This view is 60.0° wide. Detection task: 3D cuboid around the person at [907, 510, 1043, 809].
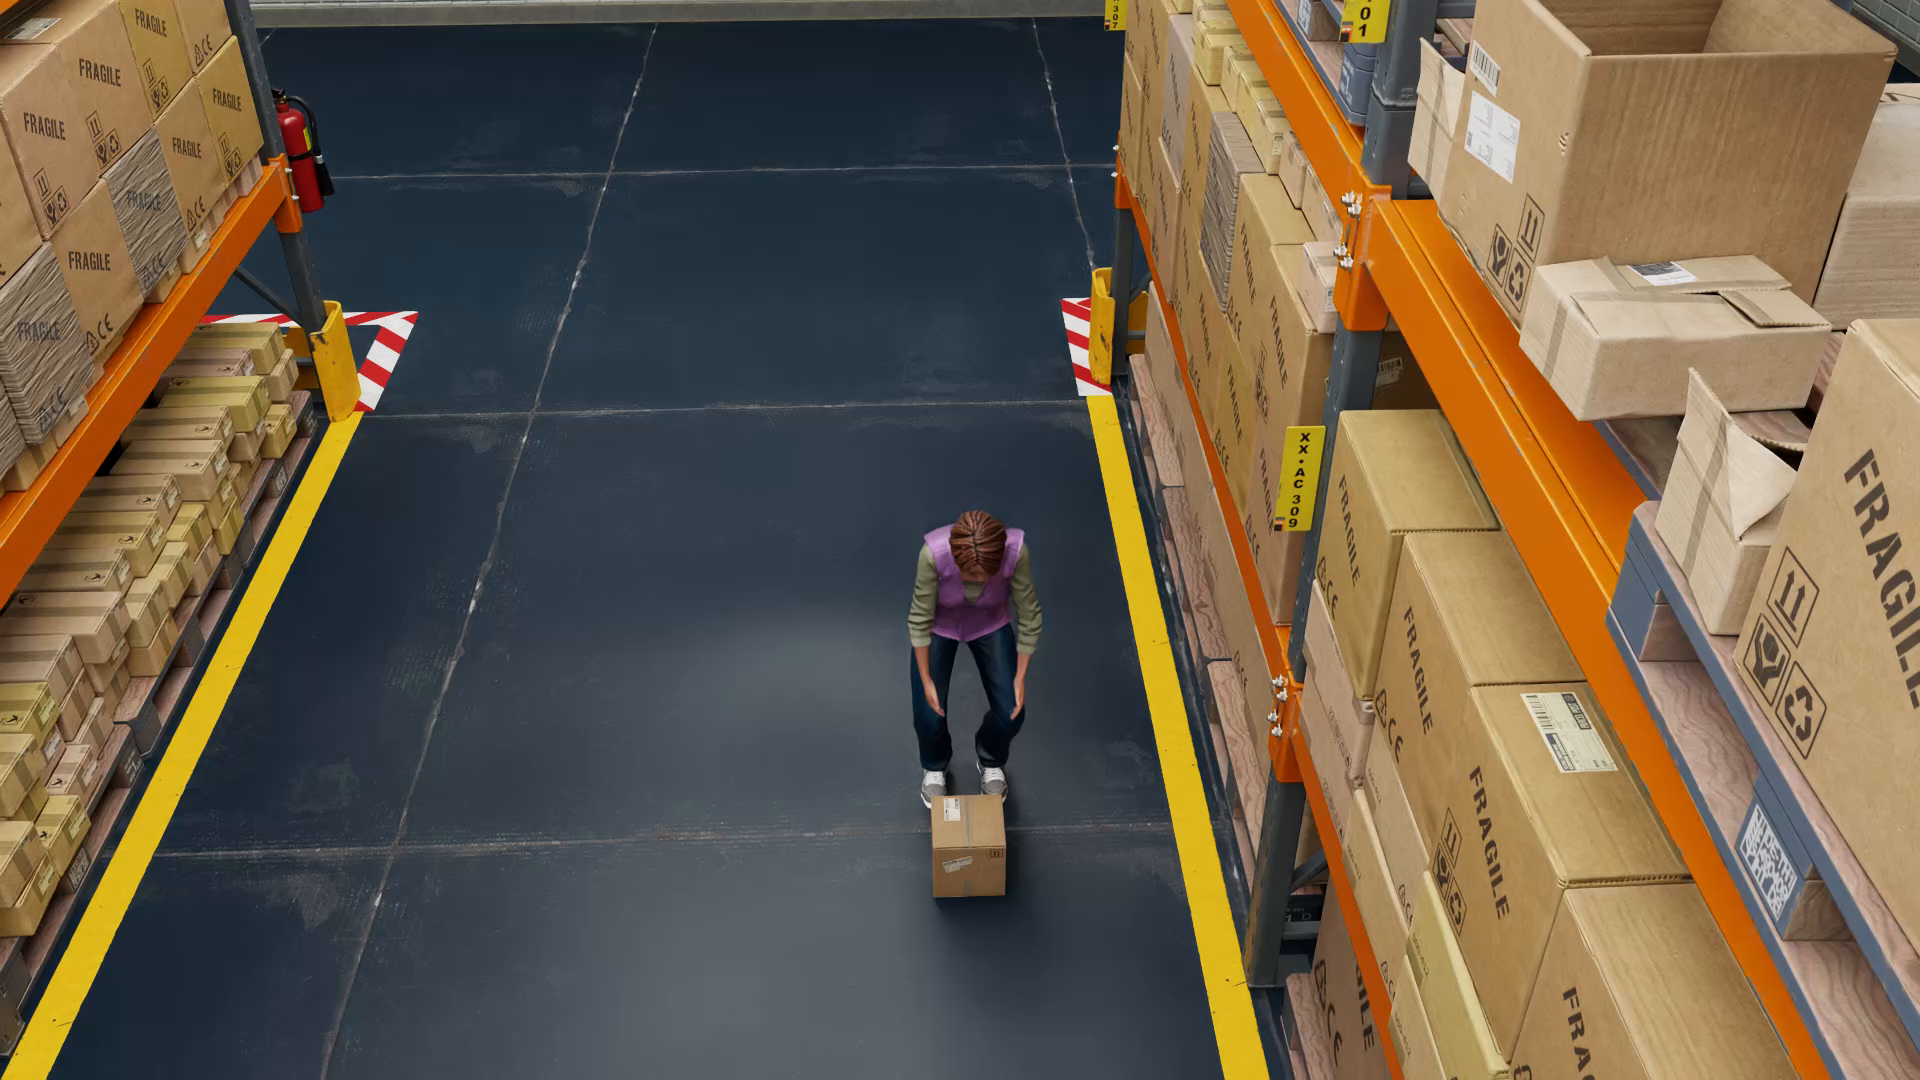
[{"bbox_3d":[0.048,0.383,5.833,0.460,1.361,0.601,-1,36,-2],"label":"person"}]
